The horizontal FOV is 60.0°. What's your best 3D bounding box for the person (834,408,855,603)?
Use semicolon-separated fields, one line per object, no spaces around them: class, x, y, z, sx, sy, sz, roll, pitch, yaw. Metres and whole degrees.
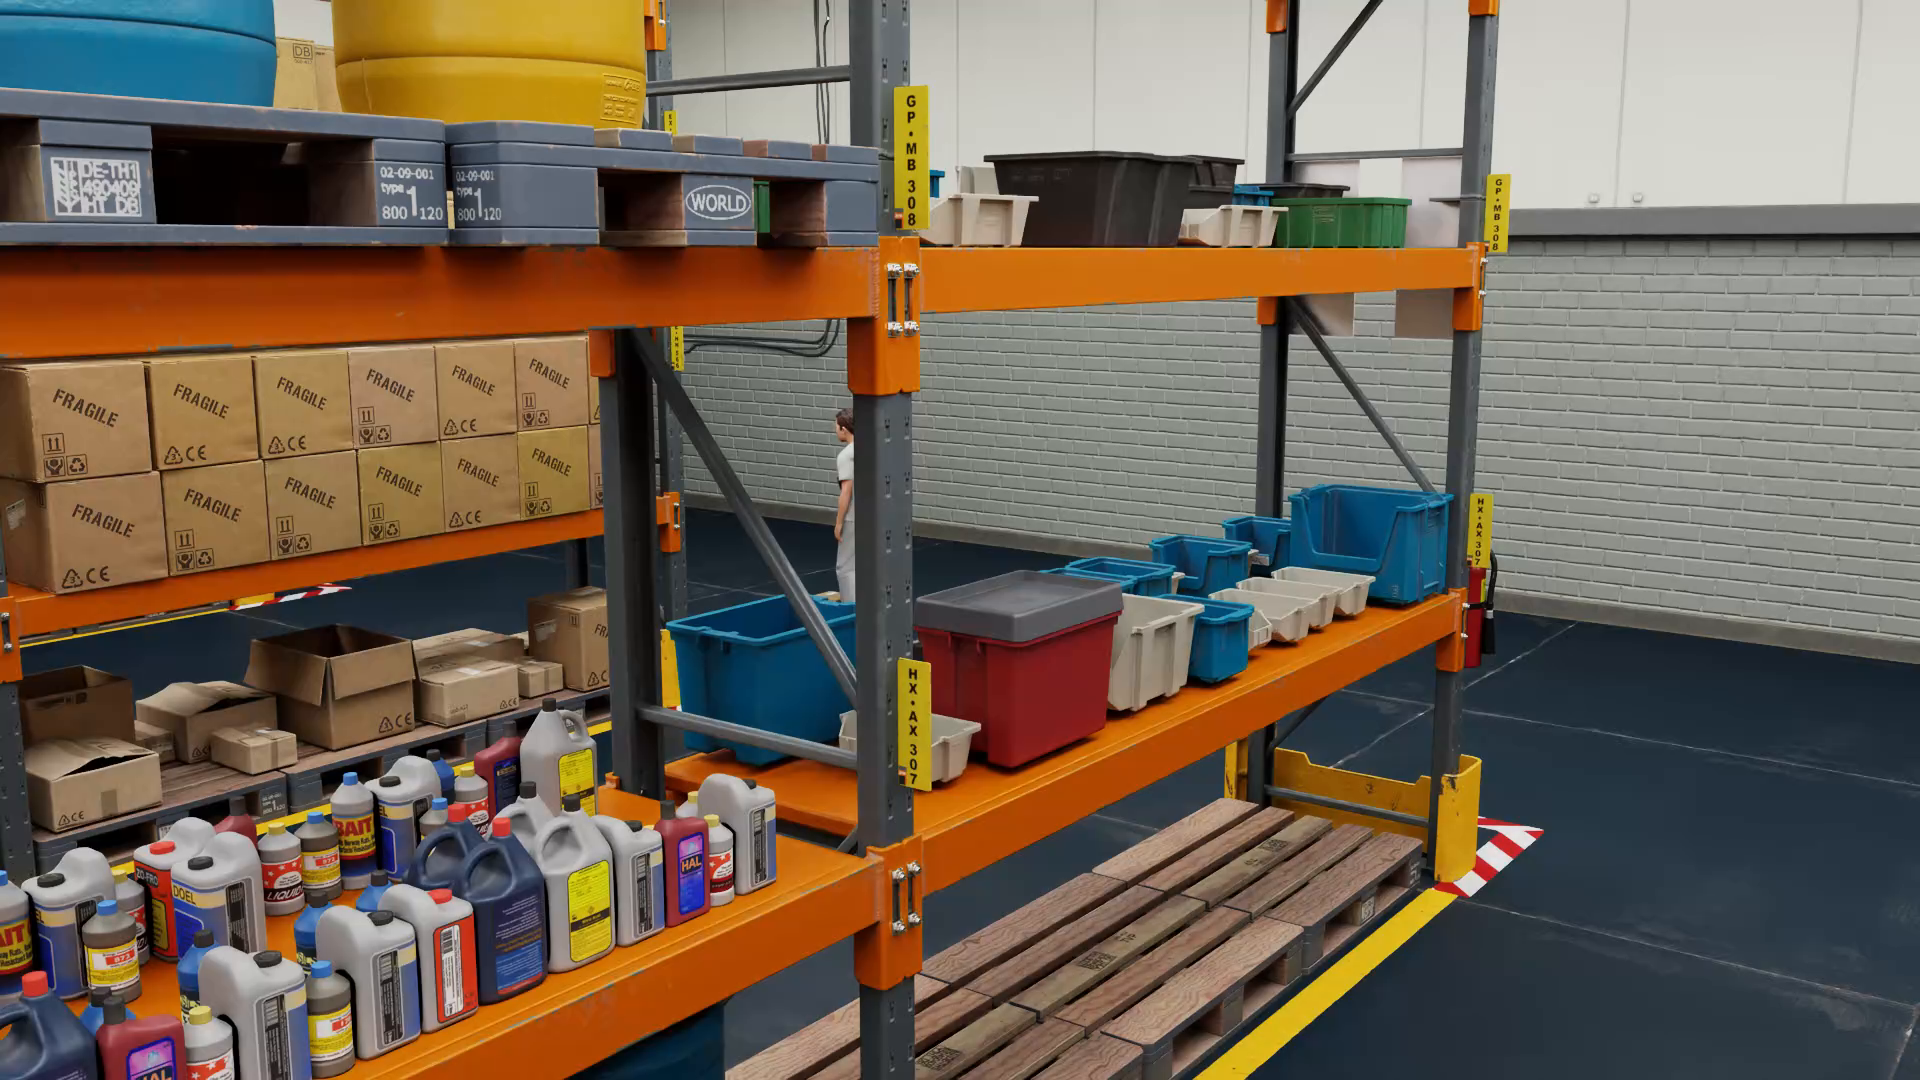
person;-0.746;-0.127;12.198;0.363;1.651;0.513;6;12;32
